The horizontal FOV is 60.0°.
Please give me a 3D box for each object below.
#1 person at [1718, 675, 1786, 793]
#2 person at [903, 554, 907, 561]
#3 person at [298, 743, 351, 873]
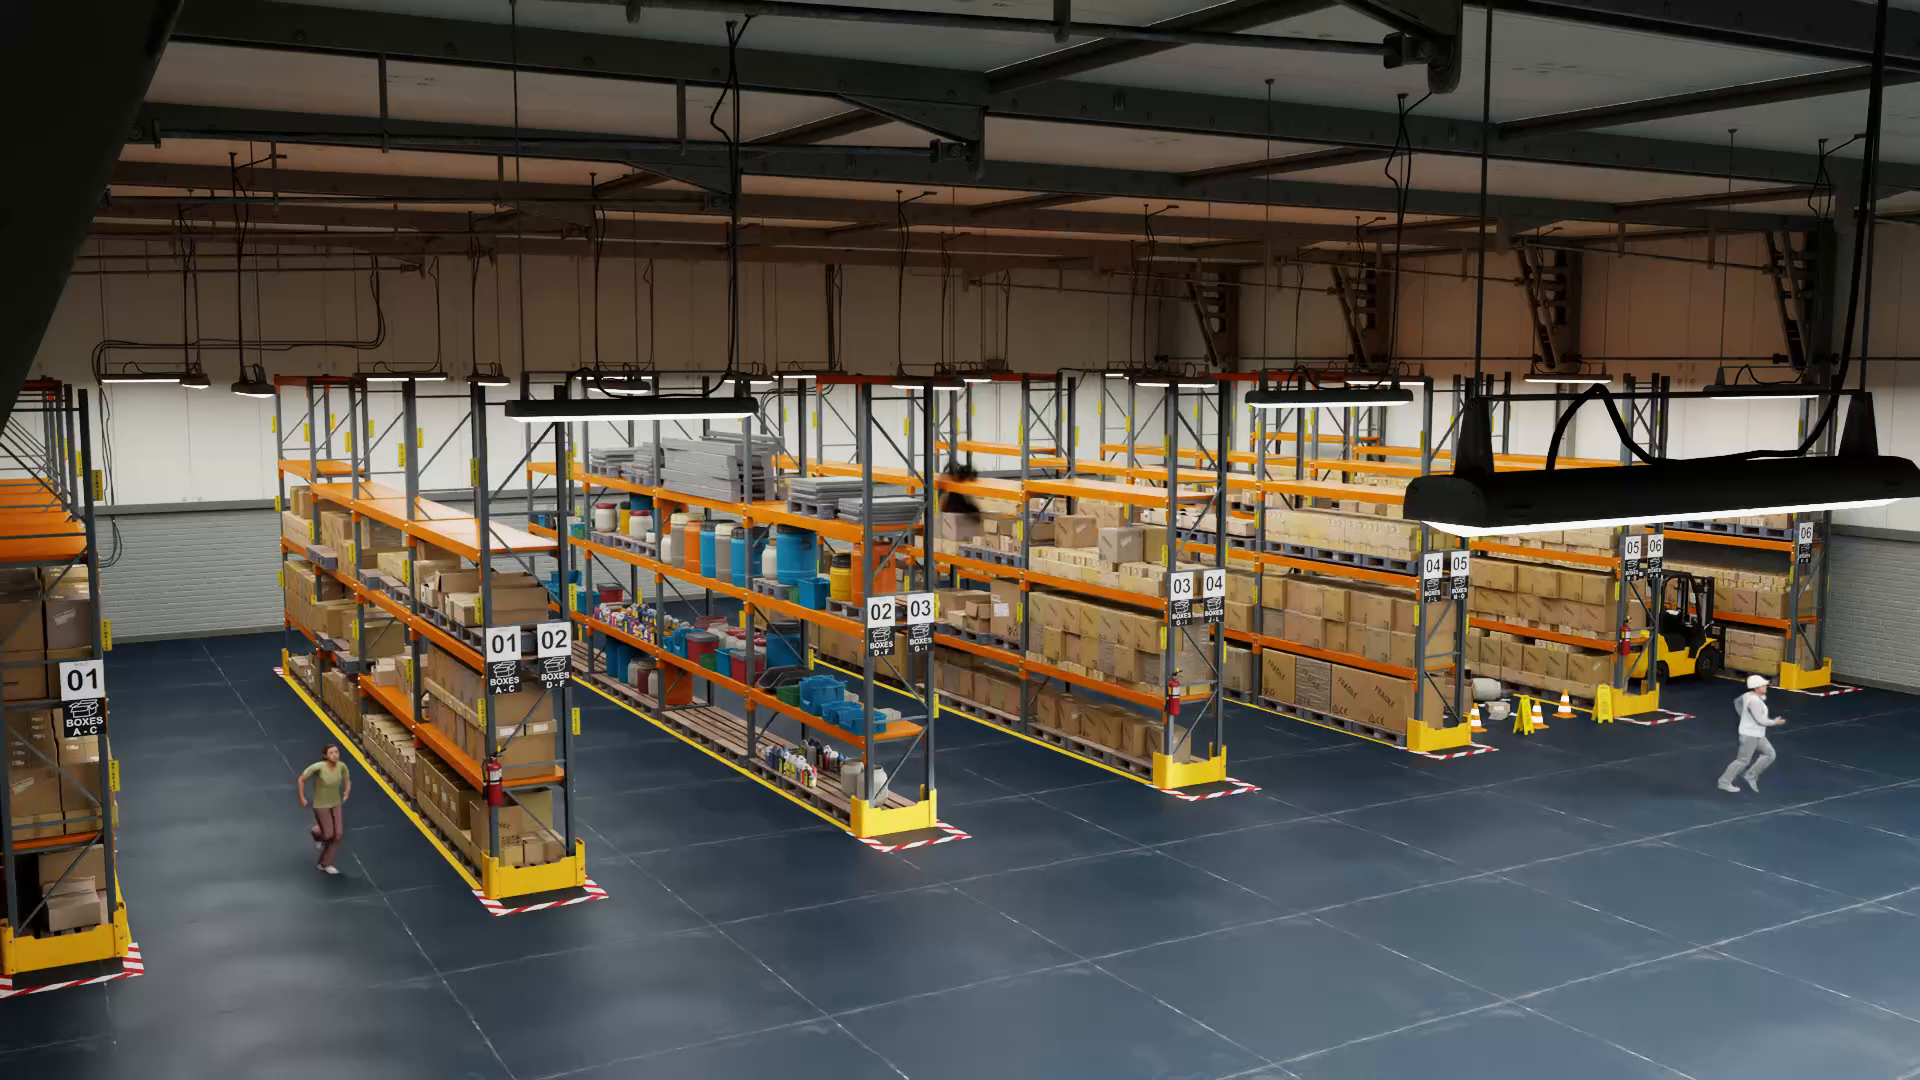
[{"bbox_3d":[11.489,2.813,24.111,0.853,1.753,0.664,3,7,24],"label":"person"},{"bbox_3d":[-1.405,1.058,40.836,0.638,1.618,0.509,1,6,11],"label":"person"},{"bbox_3d":[-7.832,3.300,20.566,0.644,1.620,0.618,6,9,43],"label":"person"}]
